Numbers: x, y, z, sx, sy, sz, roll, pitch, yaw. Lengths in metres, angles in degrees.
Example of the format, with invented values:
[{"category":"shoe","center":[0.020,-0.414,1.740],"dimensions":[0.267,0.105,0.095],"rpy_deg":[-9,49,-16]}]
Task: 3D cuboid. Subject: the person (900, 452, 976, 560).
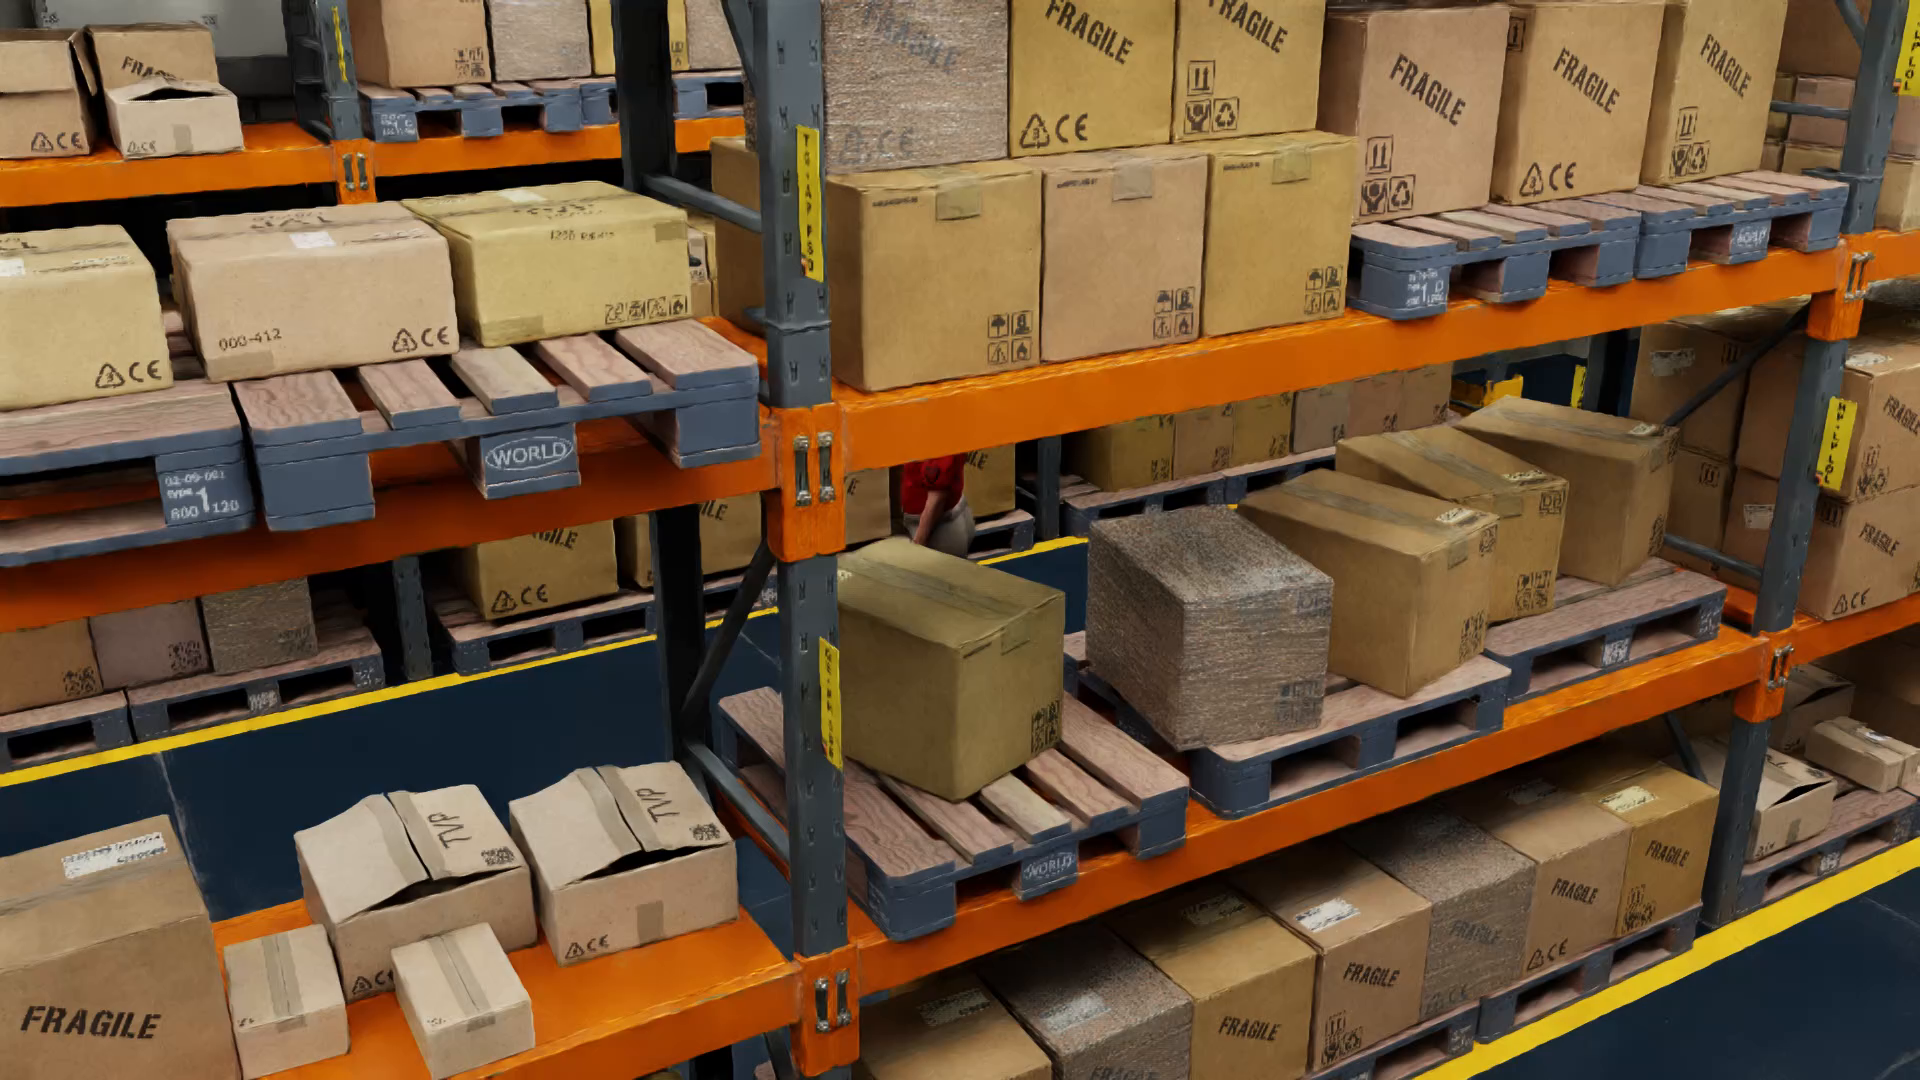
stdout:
[{"category":"person","center":[-0.152,-0.009,8.410],"dimensions":[0.430,1.783,0.588],"rpy_deg":[5,22,12]}]
